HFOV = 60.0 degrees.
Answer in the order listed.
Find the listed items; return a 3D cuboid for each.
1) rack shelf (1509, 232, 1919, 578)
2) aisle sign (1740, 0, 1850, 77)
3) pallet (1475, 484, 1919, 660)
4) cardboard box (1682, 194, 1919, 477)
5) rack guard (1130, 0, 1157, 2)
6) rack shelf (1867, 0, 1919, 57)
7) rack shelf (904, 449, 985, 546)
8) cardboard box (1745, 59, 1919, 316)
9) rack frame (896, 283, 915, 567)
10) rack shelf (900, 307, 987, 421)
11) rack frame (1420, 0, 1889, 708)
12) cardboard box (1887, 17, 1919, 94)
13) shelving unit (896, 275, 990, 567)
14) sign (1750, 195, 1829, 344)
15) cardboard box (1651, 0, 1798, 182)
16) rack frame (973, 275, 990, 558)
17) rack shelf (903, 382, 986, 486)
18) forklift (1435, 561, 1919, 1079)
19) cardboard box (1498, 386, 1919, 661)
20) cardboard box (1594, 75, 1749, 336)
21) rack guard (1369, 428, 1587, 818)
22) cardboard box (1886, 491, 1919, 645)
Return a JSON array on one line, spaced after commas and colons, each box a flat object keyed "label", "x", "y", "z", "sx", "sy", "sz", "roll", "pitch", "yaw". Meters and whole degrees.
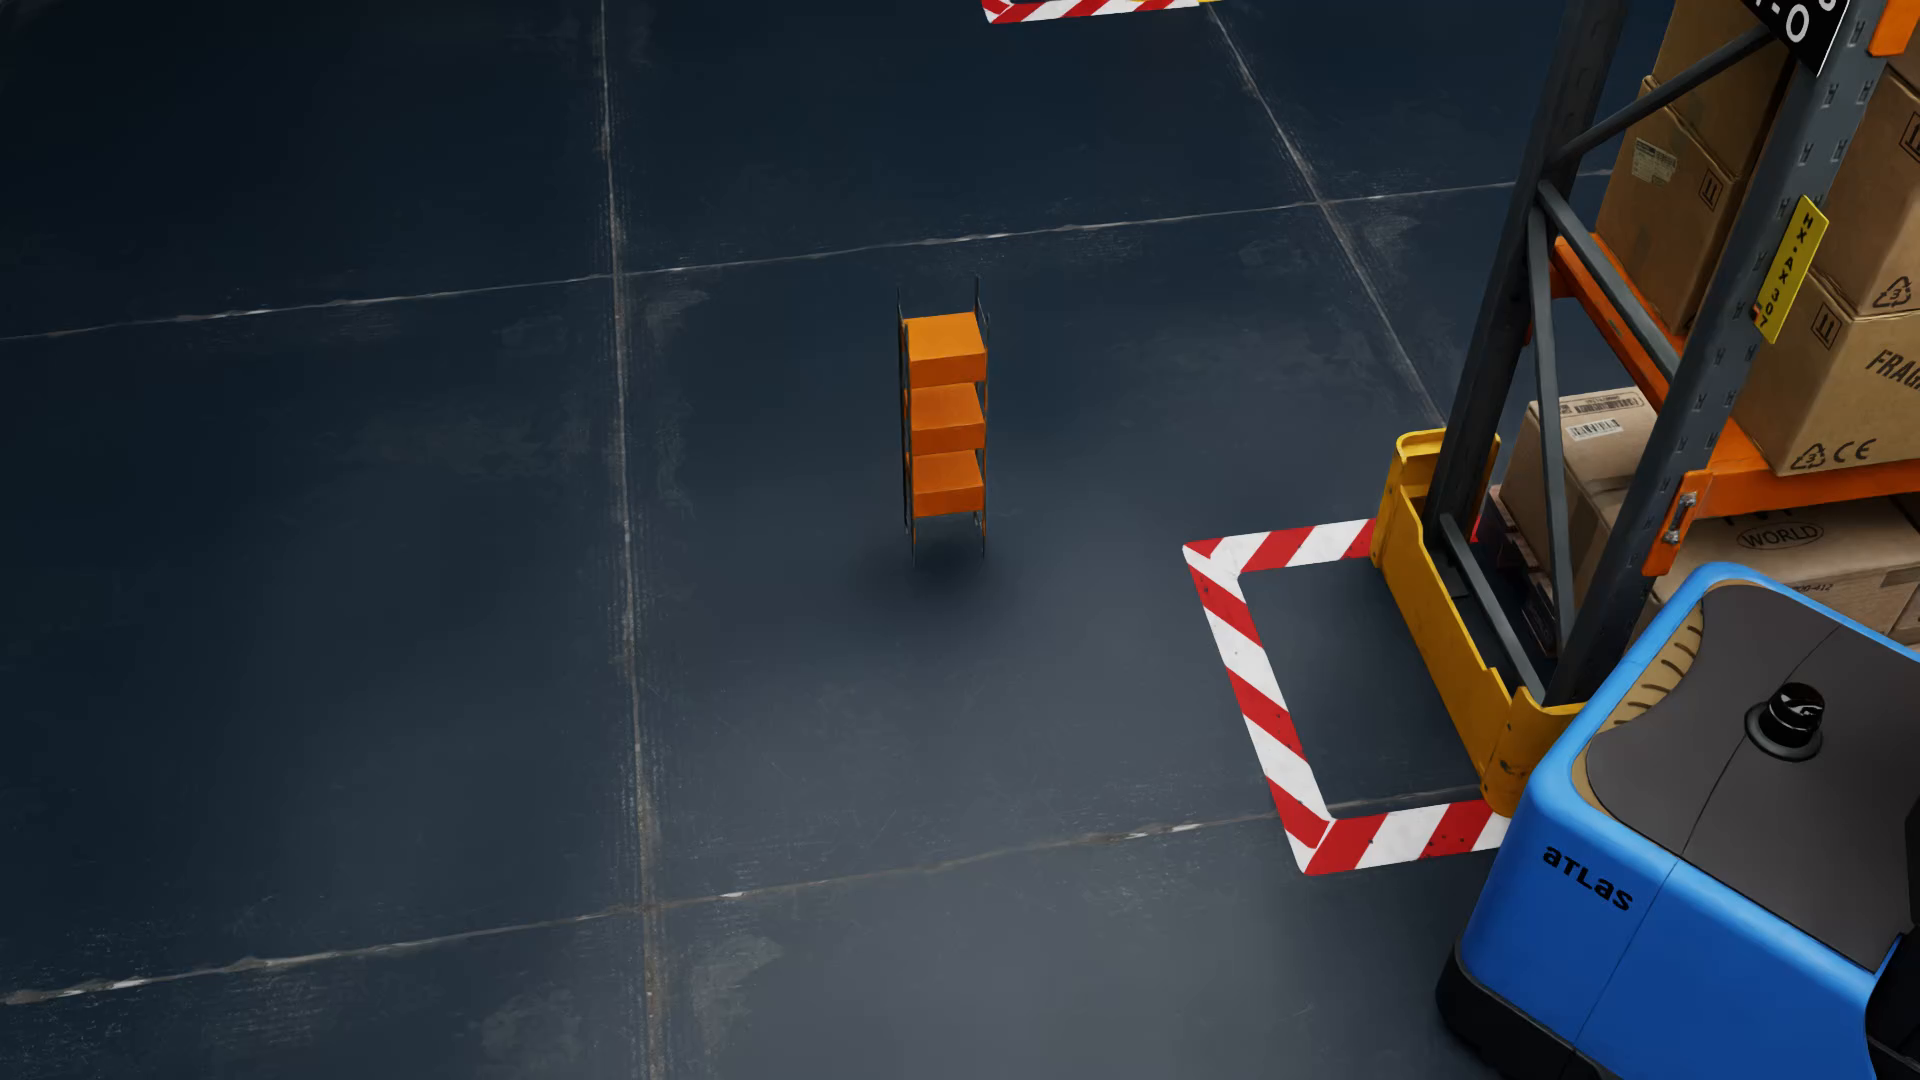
[{"label": "rack shelf", "x": 3.657, "y": -0.639, "z": 4.782, "sx": 4.000, "sy": 0.370, "sz": 1.077, "roll": -7, "pitch": 46, "yaw": -7}, {"label": "aisle sign", "x": 1.665, "y": -1.330, "z": 3.143, "sx": 0.004, "sy": 0.787, "sz": 0.394, "roll": -7, "pitch": 46, "yaw": -7}, {"label": "pallet", "x": 2.461, "y": 0.171, "z": 5.439, "sx": 1.213, "sy": 0.211, "sz": 1.003, "roll": -7, "pitch": 46, "yaw": -7}, {"label": "cardboard box", "x": 2.208, "y": -0.533, "z": 4.111, "sx": 0.500, "sy": 0.500, "sz": 0.500, "roll": -7, "pitch": 47, "yaw": -7}, {"label": "rack guard", "x": 0.911, "y": -3.307, "z": 8.589, "sx": 0.348, "sy": 0.500, "sz": 1.175, "roll": -7, "pitch": 46, "yaw": -7}, {"label": "rack shelf", "x": 3.657, "y": -1.680, "z": 3.702, "sx": 4.000, "sy": 0.370, "sz": 1.077, "roll": -7, "pitch": 46, "yaw": -7}, {"label": "rack shelf", "x": -0.053, "y": -0.158, "z": 5.573, "sx": 0.240, "sy": 0.259, "sz": 0.215, "roll": -7, "pitch": 46, "yaw": -7}, {"label": "cardboard box", "x": 2.208, "y": -0.881, "z": 3.752, "sx": 0.500, "sy": 0.500, "sz": 0.500, "roll": -8, "pitch": 47, "yaw": -8}, {"label": "rack frame", "x": -0.173, "y": -0.343, "z": 5.351, "sx": 0.008, "sy": 1.050, "sz": 0.200, "roll": -7, "pitch": 46, "yaw": -7}, {"label": "rack shelf", "x": -0.053, "y": -0.547, "z": 5.169, "sx": 0.240, "sy": 0.259, "sz": 0.215, "roll": -7, "pitch": 46, "yaw": -7}, {"label": "rack frame", "x": 1.686, "y": -0.643, "z": 4.286, "sx": 0.127, "sy": 3.000, "sz": 1.000, "roll": -7, "pitch": 46, "yaw": -7}, {"label": "cardboard box", "x": 2.083, "y": -1.097, "z": 3.509, "sx": 0.250, "sy": 0.149, "sz": 0.380, "roll": -6, "pitch": 46, "yaw": -6}, {"label": "shelving unit", "x": -0.053, "y": -0.358, "z": 5.366, "sx": 0.252, "sy": 1.050, "sz": 0.215, "roll": -7, "pitch": 46, "yaw": -7}, {"label": "sign", "x": 1.775, "y": -0.576, "z": 3.566, "sx": 0.005, "sy": 0.325, "sz": 0.100, "roll": -7, "pitch": 46, "yaw": -7}, {"label": "cardboard box", "x": 2.120, "y": -1.253, "z": 4.110, "sx": 0.500, "sy": 0.500, "sz": 0.500, "roll": -6, "pitch": 46, "yaw": -5}, {"label": "rack frame", "x": 0.067, "y": -0.373, "z": 5.380, "sx": 0.008, "sy": 1.050, "sz": 0.200, "roll": -7, "pitch": 46, "yaw": -7}, {"label": "rack shelf", "x": -0.053, "y": -0.350, "z": 5.373, "sx": 0.240, "sy": 0.259, "sz": 0.215, "roll": -7, "pitch": 46, "yaw": -7}, {"label": "forklift", "x": 2.710, "y": 0.723, "z": 3.019, "sx": 3.031, "sy": 2.935, "sz": 1.130, "roll": 33, "pitch": 54, "yaw": 27}, {"label": "cardboard box", "x": 2.319, "y": -0.052, "z": 5.204, "sx": 0.875, "sy": 0.438, "sz": 0.875, "roll": -9, "pitch": 47, "yaw": -8}, {"label": "cardboard box", "x": 2.116, "y": -0.925, "z": 4.488, "sx": 0.500, "sy": 0.500, "sz": 0.500, "roll": -7, "pitch": 46, "yaw": -7}, {"label": "rack guard", "x": 1.662, "y": 0.227, "z": 5.184, "sx": 0.348, "sy": 0.500, "sz": 1.175, "roll": -7, "pitch": 46, "yaw": -7}, {"label": "cardboard box", "x": 3.220, "y": -0.170, "z": 5.318, "sx": 0.875, "sy": 0.438, "sz": 0.875, "roll": -6, "pitch": 46, "yaw": -6}]
